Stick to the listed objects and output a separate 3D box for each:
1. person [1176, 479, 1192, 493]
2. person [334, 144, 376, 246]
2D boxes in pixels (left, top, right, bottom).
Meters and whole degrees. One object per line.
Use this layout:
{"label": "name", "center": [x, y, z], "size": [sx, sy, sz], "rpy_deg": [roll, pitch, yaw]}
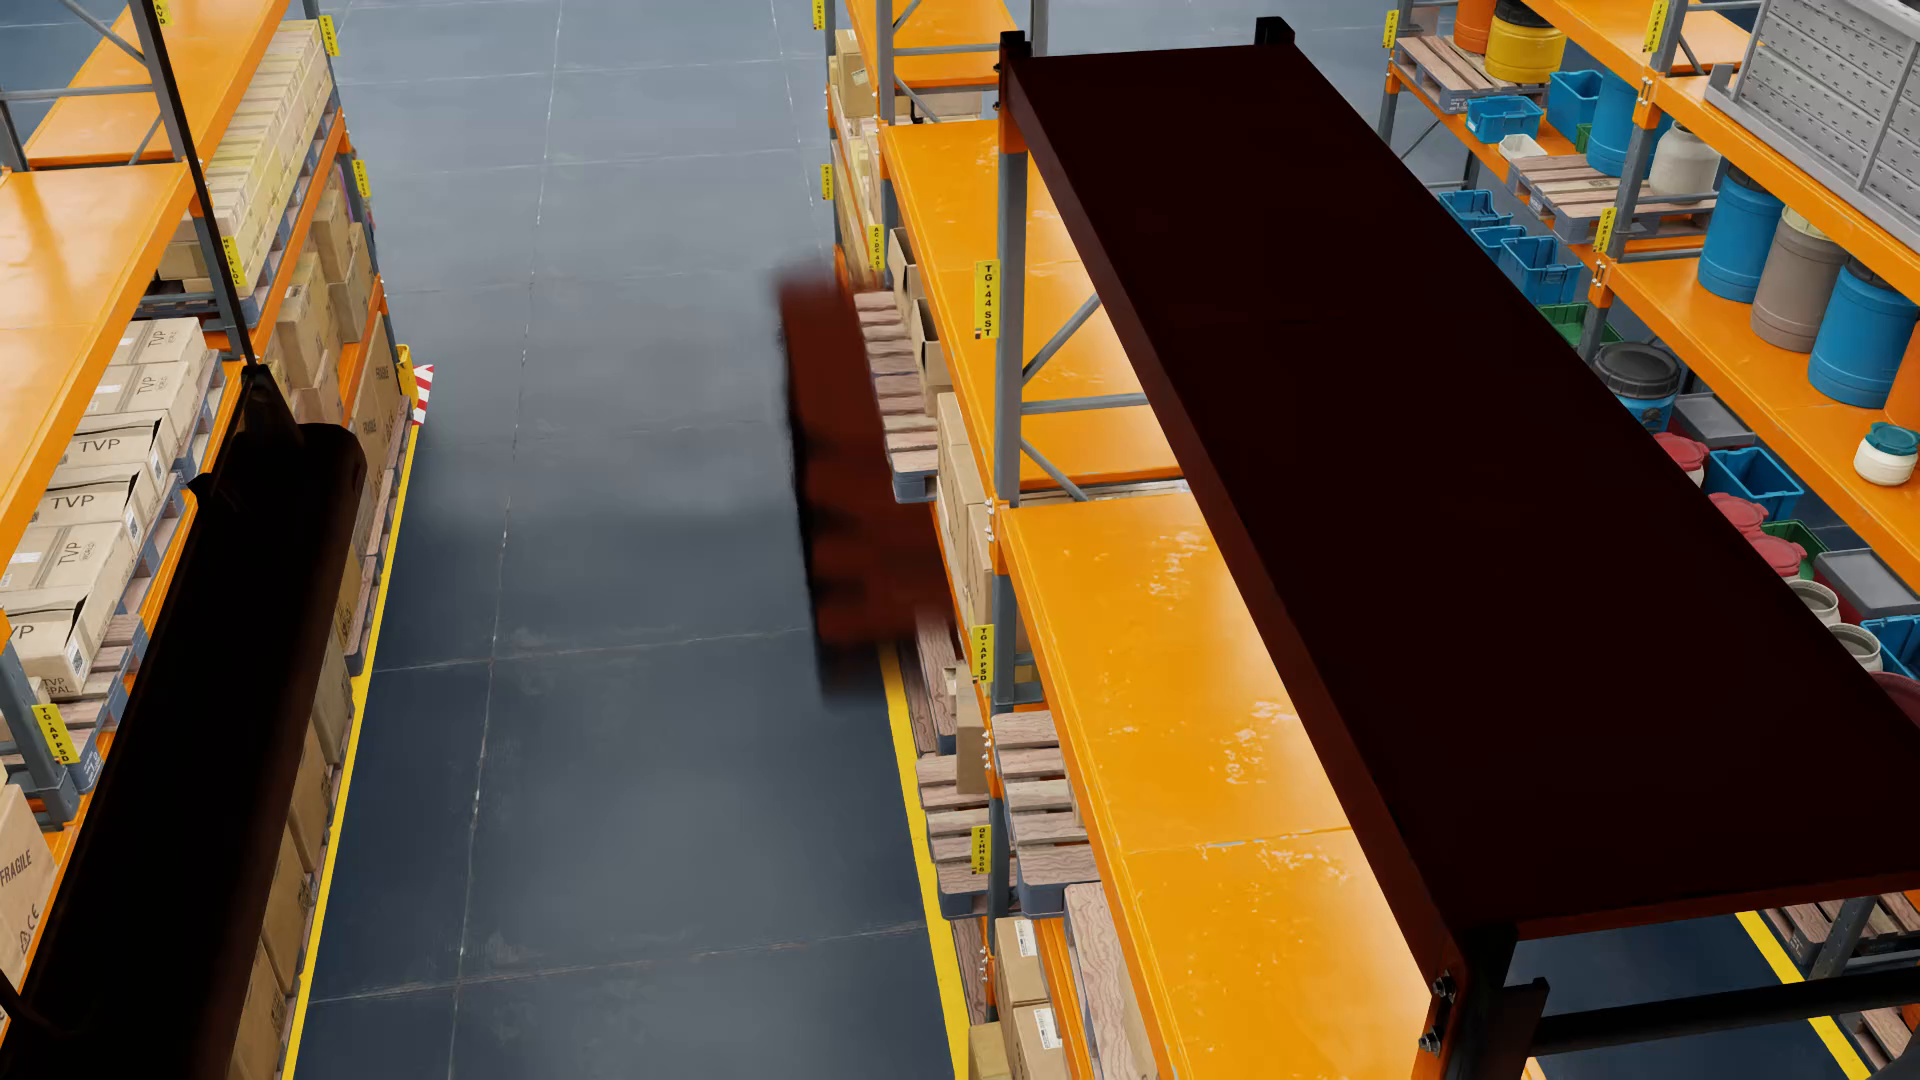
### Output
{"label": "person", "center": [1.596, -0.004, 11.624], "size": [0.540, 1.711, 0.524], "rpy_deg": [-9, 37, -12]}
{"label": "person", "center": [-6.003, -3.134, 16.403], "size": [0.498, 1.579, 0.455], "rpy_deg": [9, 37, 13]}
